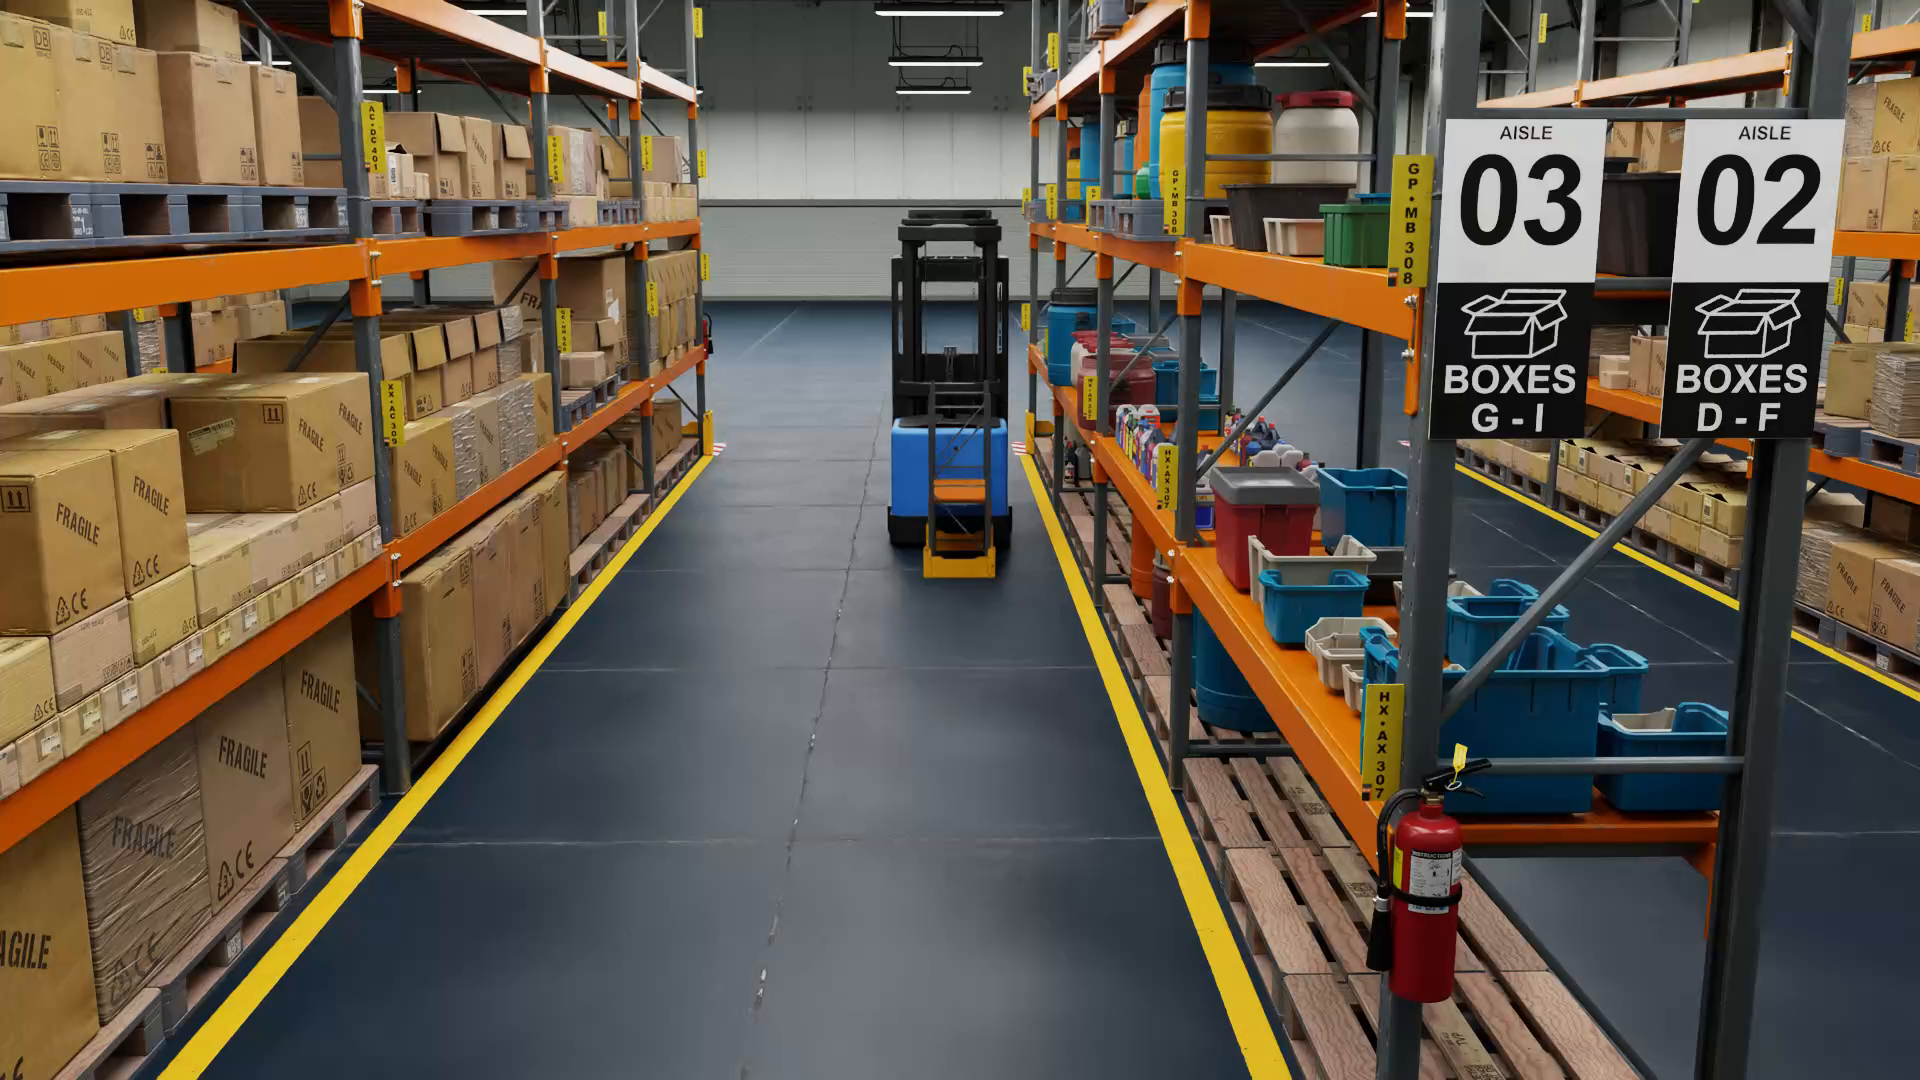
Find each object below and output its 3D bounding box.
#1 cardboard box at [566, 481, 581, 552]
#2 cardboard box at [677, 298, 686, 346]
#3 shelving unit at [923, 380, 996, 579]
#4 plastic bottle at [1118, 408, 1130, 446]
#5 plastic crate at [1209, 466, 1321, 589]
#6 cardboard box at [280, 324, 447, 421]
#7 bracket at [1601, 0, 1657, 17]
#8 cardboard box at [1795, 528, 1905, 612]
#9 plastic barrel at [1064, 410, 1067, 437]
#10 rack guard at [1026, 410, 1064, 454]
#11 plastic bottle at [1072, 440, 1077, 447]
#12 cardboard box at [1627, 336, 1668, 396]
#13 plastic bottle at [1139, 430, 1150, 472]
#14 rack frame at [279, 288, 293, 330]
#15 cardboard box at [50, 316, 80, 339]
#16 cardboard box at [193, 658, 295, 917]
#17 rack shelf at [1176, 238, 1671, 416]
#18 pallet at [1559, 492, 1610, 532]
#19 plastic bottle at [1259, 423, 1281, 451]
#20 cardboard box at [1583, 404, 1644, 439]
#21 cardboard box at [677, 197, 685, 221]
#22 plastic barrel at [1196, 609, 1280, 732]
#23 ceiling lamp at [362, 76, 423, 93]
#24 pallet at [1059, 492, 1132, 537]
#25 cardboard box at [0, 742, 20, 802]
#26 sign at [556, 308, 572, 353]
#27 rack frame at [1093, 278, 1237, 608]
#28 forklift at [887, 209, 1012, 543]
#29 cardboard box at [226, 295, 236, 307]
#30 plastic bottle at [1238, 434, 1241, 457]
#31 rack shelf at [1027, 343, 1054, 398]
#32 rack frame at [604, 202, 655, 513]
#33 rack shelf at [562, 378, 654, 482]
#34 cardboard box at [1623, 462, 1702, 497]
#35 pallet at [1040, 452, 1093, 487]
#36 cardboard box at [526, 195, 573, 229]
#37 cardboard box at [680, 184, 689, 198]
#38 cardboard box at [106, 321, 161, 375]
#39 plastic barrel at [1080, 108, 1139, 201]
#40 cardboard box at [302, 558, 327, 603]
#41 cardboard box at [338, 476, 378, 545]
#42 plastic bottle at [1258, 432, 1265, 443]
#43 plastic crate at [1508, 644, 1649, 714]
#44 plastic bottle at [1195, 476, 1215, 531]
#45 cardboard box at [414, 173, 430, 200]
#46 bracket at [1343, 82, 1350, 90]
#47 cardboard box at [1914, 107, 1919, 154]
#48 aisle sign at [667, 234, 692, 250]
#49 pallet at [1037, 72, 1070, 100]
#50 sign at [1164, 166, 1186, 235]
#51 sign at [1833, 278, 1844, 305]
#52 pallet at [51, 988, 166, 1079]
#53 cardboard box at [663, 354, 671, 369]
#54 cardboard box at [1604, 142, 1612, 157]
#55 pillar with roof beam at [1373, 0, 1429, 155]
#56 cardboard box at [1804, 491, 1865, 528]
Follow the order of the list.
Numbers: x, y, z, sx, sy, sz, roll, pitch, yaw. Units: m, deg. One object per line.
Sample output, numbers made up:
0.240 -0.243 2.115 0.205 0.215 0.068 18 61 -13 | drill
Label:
-3.498 -0.188 13.620 0.700 0.500 0.500 -1 12 -6 | cardboard box
-3.524 -2.431 18.498 0.875 0.500 0.500 0 11 -1 | cardboard box
-0.004 -0.529 13.893 0.587 1.500 1.083 0 11 0 | shelving unit
1.172 -0.801 11.785 0.097 0.271 0.097 0 11 0 | plastic bottle
1.362 -0.061 7.505 0.402 0.464 0.583 0 11 -1 | plastic crate
-3.382 -0.963 9.486 0.797 0.503 0.637 0 11 -1 | cardboard box
11.589 -8.963 27.553 0.076 0.066 4.783 0 11 -1 | bracket
6.204 0.211 11.653 0.500 0.500 0.500 -1 11 -3 | cardboard box
1.436 -1.420 19.717 0.421 0.512 0.421 0 11 0 | plastic barrel
1.395 -1.324 20.330 1.175 0.500 0.348 0 11 -1 | rack guard
1.224 -0.916 17.754 0.061 0.283 0.133 0 11 -1 | plastic bottle
6.392 -1.580 15.054 0.500 0.500 0.500 1 11 3 | cardboard box
1.196 -0.571 10.653 0.097 0.271 0.097 0 11 0 | plastic bottle
-8.567 -2.544 20.053 1.000 3.000 0.127 0 11 -1 | rack frame
-8.455 -2.087 15.034 0.700 0.500 0.500 0 11 -2 | cardboard box
-3.405 0.987 6.936 0.875 0.875 0.875 0 11 -1 | cardboard box
1.636 -0.899 6.211 1.077 0.370 4.000 0 11 -1 | rack shelf
6.436 -0.276 15.889 1.003 0.211 1.213 0 11 -1 | pallet
1.938 -0.549 10.345 0.144 0.351 0.185 0 11 -1 | plastic bottle
6.685 -1.108 16.950 0.500 0.500 0.500 0 11 -1 | cardboard box
-3.326 -3.645 18.313 0.500 0.250 0.500 0 11 0 | cardboard box
1.600 0.535 9.097 0.600 0.901 0.708 0 11 -1 | plastic barrel
-15.154 -13.356 43.577 2.000 3.185 0.800 0 11 -1 | ceiling lamp
1.484 -0.247 15.744 1.003 0.211 1.213 0 11 -1 | pallet
-2.952 0.688 4.757 0.380 0.149 0.250 0 11 -1 | cardboard box
-2.885 -1.524 12.116 0.100 0.325 0.005 0 11 -1 | sign
1.512 -0.974 12.317 1.000 3.000 0.127 0 11 -1 | rack frame
-0.092 -1.640 15.772 1.130 2.935 3.031 0 11 0 | forklift
-8.618 -2.852 18.478 0.875 0.550 0.550 0 11 -1 | cardboard box
1.941 -0.671 11.323 0.097 0.201 0.097 0 11 0 | plastic bottle
1.388 -1.814 18.267 1.077 0.370 4.000 0 11 -1 | rack shelf
-3.523 -1.749 16.136 1.000 3.000 0.127 0 11 -1 | rack frame
-3.482 -0.999 14.247 1.077 0.370 4.000 0 11 -1 | rack shelf
6.174 -0.533 14.592 0.500 0.311 0.500 0 11 0 | cardboard box
1.429 -0.779 18.370 1.003 0.211 1.213 0 11 -1 | pallet
-3.196 -2.445 12.399 0.500 0.250 0.500 0 11 0 | cardboard box
-3.256 -3.926 18.697 0.380 0.149 0.250 0 11 -1 | cardboard box
-8.504 -1.895 16.480 0.875 0.550 0.550 0 11 -1 | cardboard box
1.515 -3.889 16.823 0.600 0.901 0.708 0 11 -1 | plastic barrel
-3.008 0.177 7.274 0.380 0.149 0.250 0 11 0 | cardboard box
-3.086 -0.144 7.855 0.500 0.250 0.500 0 11 -2 | cardboard box
1.916 -0.548 10.507 0.061 0.283 0.133 0 11 -1 | plastic bottle
1.987 0.487 5.382 0.416 0.233 0.300 0 11 -1 | plastic crate
1.263 -0.195 8.789 0.152 0.276 0.135 0 11 -1 | plastic bottle
-3.238 -2.008 9.444 0.380 0.149 0.250 -1 11 -3 | cardboard box
11.164 -13.053 47.714 0.235 0.232 0.430 0 11 -1 | bracket
6.488 -2.713 10.579 0.500 0.500 0.500 0 11 -1 | cardboard box
-3.307 -3.832 19.863 0.394 0.787 0.004 0 11 -1 | aisle sign
1.356 -4.828 17.703 1.003 0.211 1.213 0 11 -1 | pallet
1.044 -1.652 8.089 0.100 0.325 0.005 0 11 -1 | sign
10.709 -3.027 20.259 0.100 0.325 0.005 0 11 -1 | sign
-3.370 1.844 5.437 1.003 0.211 1.213 0 11 -1 | pallet
-3.230 -1.869 17.357 0.380 0.149 0.250 0 11 -1 | cardboard box
6.635 -3.684 16.468 0.500 0.500 0.500 1 11 4 | cardboard box
7.331 -10.163 42.520 9.100 9.000 0.548 0 11 -1 | pillar with roof beam
6.747 -0.232 13.108 0.500 0.311 0.500 0 11 1 | cardboard box
